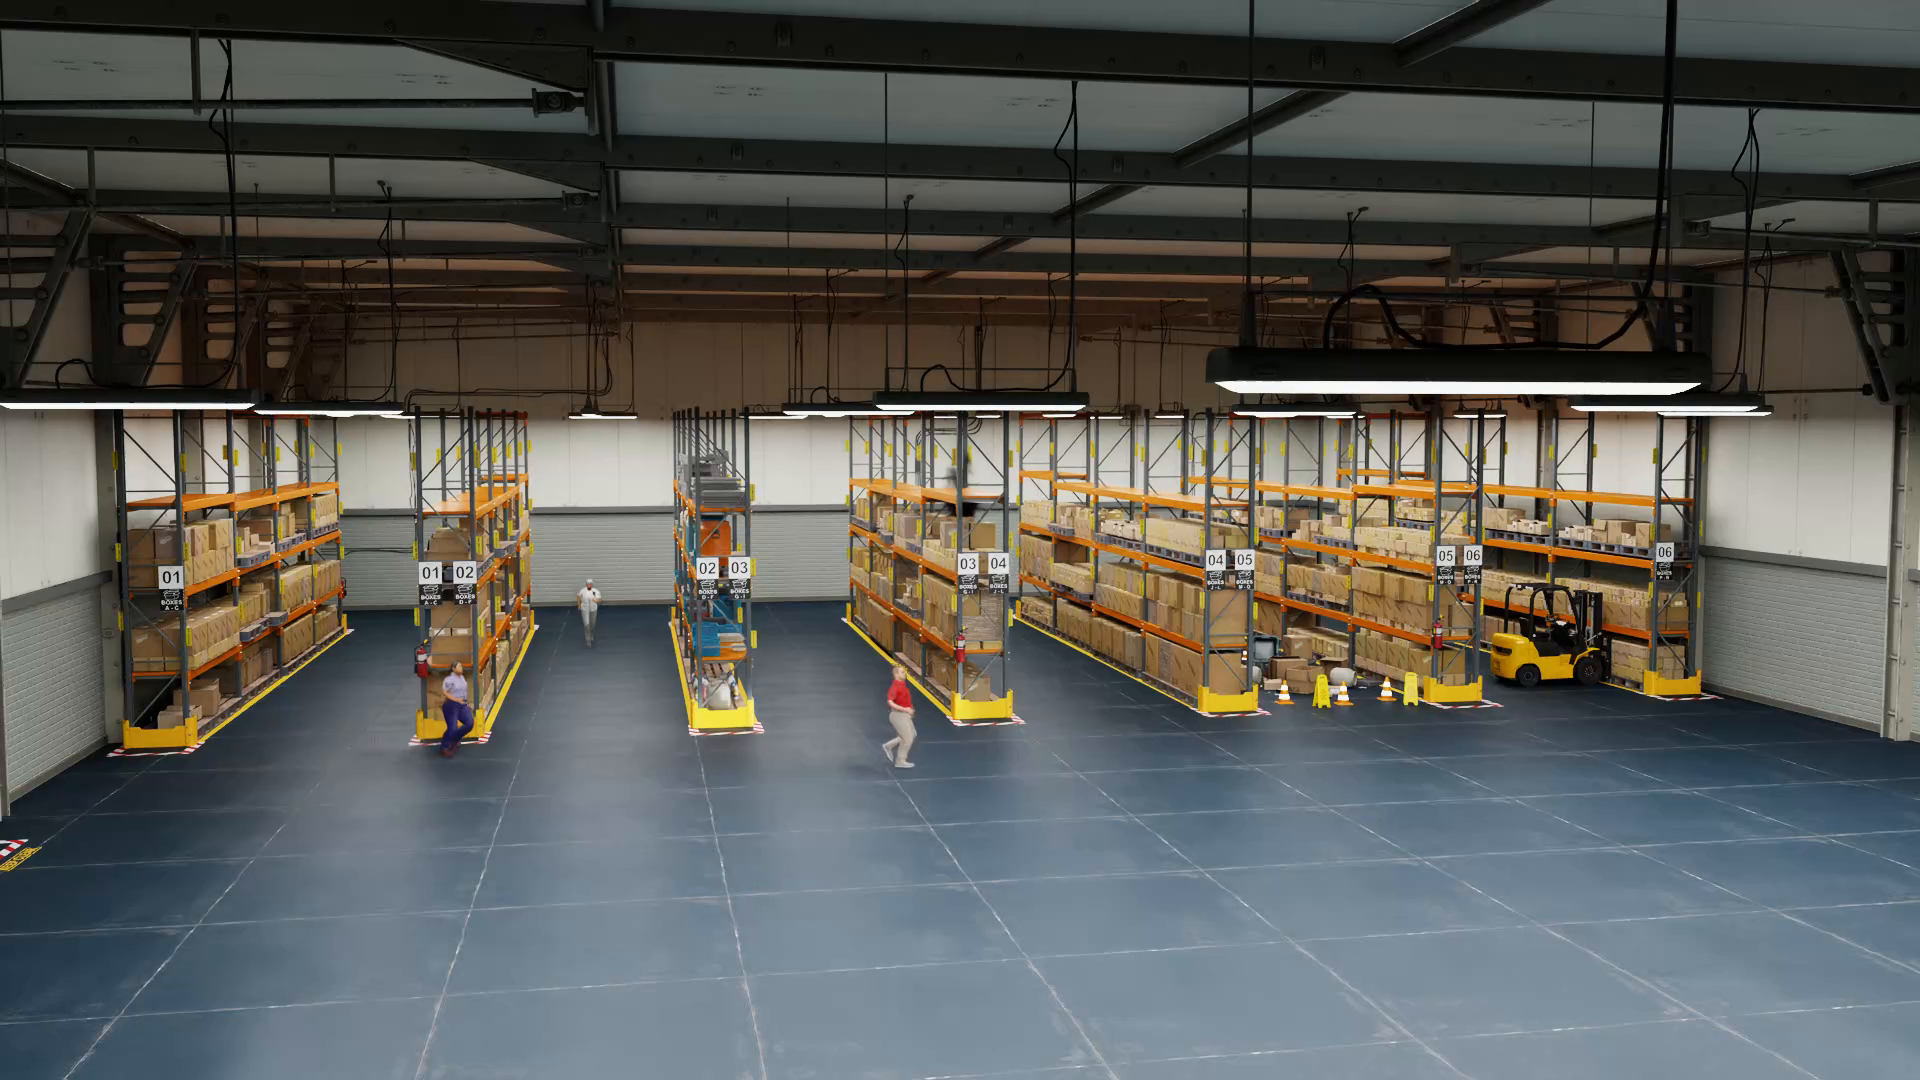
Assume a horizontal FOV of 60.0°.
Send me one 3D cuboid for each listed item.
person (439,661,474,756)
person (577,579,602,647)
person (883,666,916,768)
[{"bbox_3d":[-8.650,2.882,28.627,0.540,1.608,0.622,2,4,22],"label":"person"},{"bbox_3d":[-9.517,1.849,42.736,0.580,1.703,0.855,-2,4,-21],"label":"person"},{"bbox_3d":[-0.995,2.925,27.523,0.606,1.673,0.661,1,4,13],"label":"person"}]
